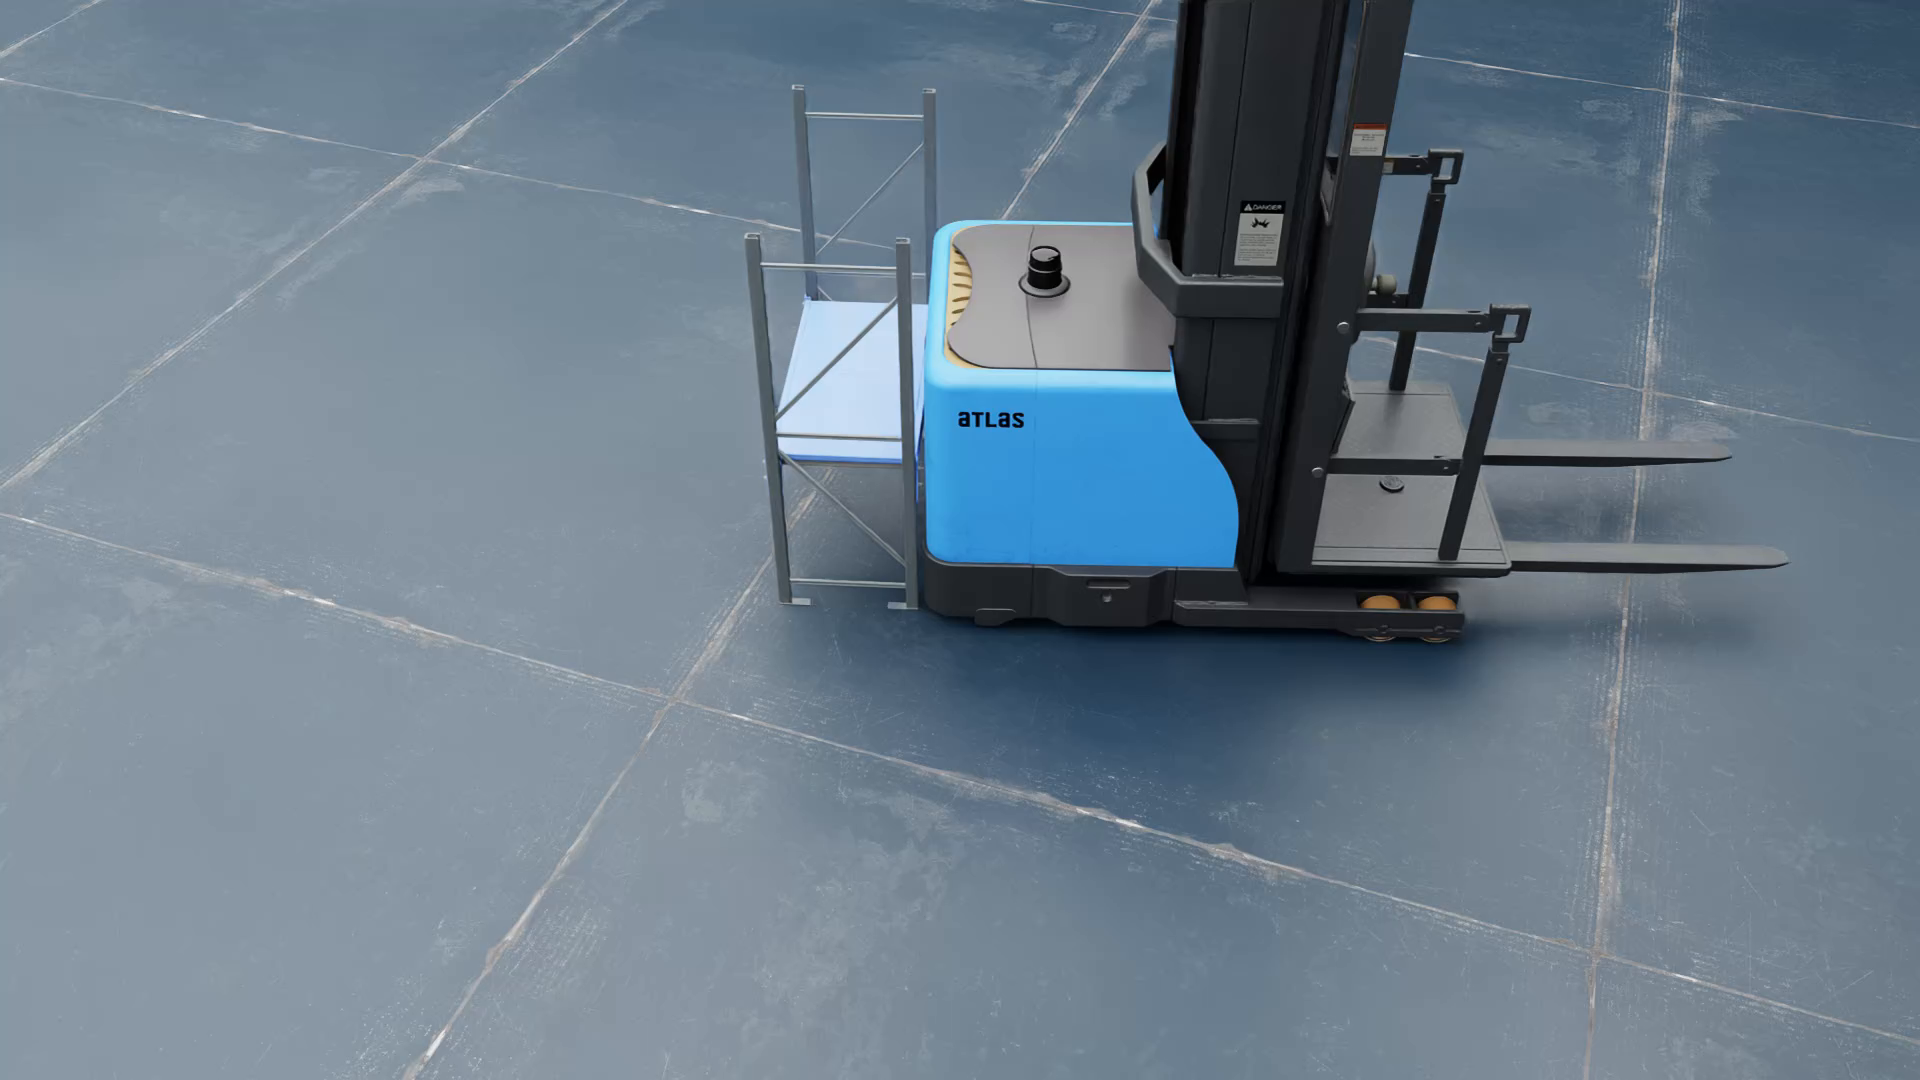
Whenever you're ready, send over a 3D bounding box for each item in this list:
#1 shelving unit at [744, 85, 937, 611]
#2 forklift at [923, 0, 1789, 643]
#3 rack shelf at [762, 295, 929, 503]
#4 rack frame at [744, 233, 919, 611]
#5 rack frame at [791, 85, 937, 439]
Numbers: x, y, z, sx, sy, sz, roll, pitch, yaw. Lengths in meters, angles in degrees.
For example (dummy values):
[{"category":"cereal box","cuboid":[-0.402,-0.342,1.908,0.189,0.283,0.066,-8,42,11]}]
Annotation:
[{"category":"shelving unit","cuboid":[-0.367,-0.667,5.876,0.538,1.500,1.048,2,41,3]},{"category":"forklift","cuboid":[1.397,-1.108,5.290,3.031,2.935,1.130,1,40,1]},{"category":"rack shelf","cuboid":[-0.367,-0.530,5.993,0.538,0.185,1.000,2,41,3]},{"category":"rack frame","cuboid":[-0.399,-0.338,5.490,0.500,1.500,0.032,2,41,3]},{"category":"rack frame","cuboid":[-0.335,-0.996,6.262,0.500,1.500,0.032,2,41,3]}]
